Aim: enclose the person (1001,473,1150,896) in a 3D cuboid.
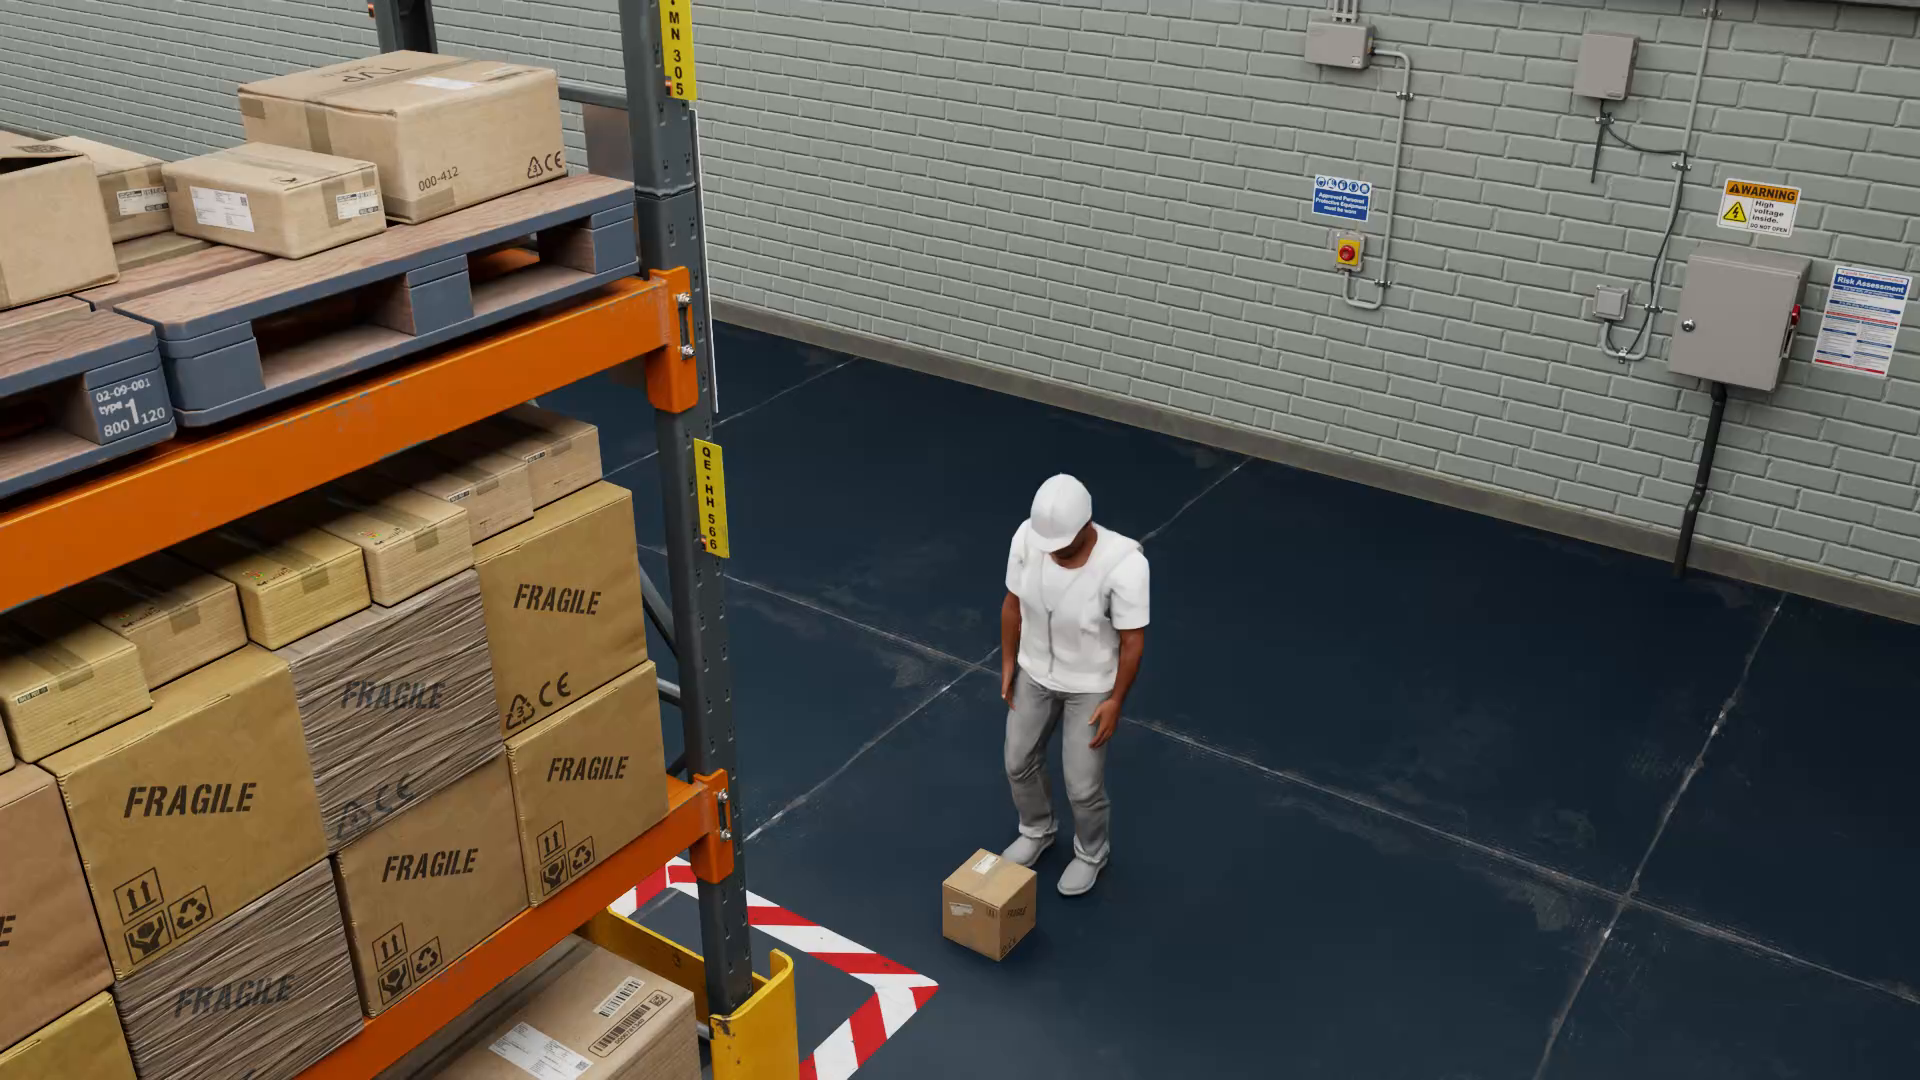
[{"bbox_3d":[0.396,0.521,6.115,0.591,1.717,0.453,18,32,32],"label":"person"}]
